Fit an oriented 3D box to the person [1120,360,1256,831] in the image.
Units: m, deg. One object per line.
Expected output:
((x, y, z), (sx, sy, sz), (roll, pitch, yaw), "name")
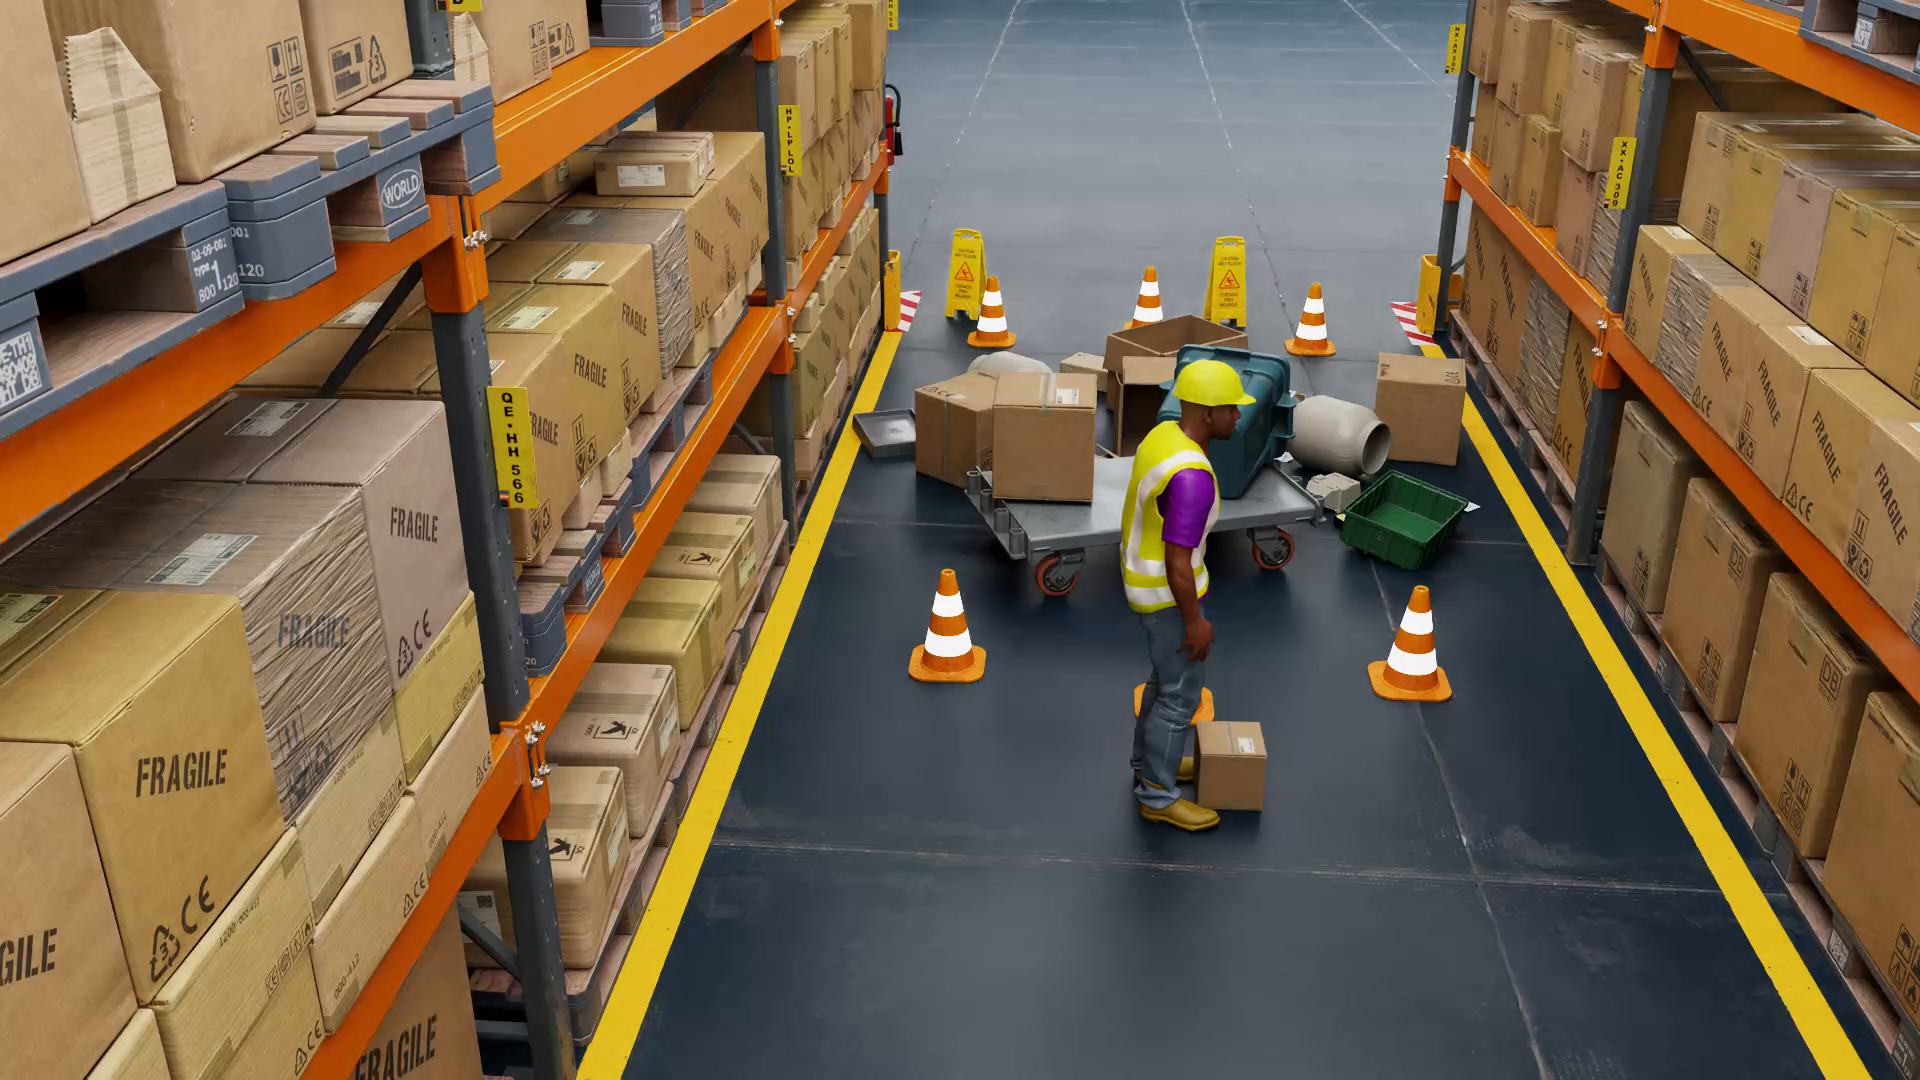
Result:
((0.822, 0.183, 6.179), (0.451, 1.761, 0.636), (1, 24, 1), "person")
